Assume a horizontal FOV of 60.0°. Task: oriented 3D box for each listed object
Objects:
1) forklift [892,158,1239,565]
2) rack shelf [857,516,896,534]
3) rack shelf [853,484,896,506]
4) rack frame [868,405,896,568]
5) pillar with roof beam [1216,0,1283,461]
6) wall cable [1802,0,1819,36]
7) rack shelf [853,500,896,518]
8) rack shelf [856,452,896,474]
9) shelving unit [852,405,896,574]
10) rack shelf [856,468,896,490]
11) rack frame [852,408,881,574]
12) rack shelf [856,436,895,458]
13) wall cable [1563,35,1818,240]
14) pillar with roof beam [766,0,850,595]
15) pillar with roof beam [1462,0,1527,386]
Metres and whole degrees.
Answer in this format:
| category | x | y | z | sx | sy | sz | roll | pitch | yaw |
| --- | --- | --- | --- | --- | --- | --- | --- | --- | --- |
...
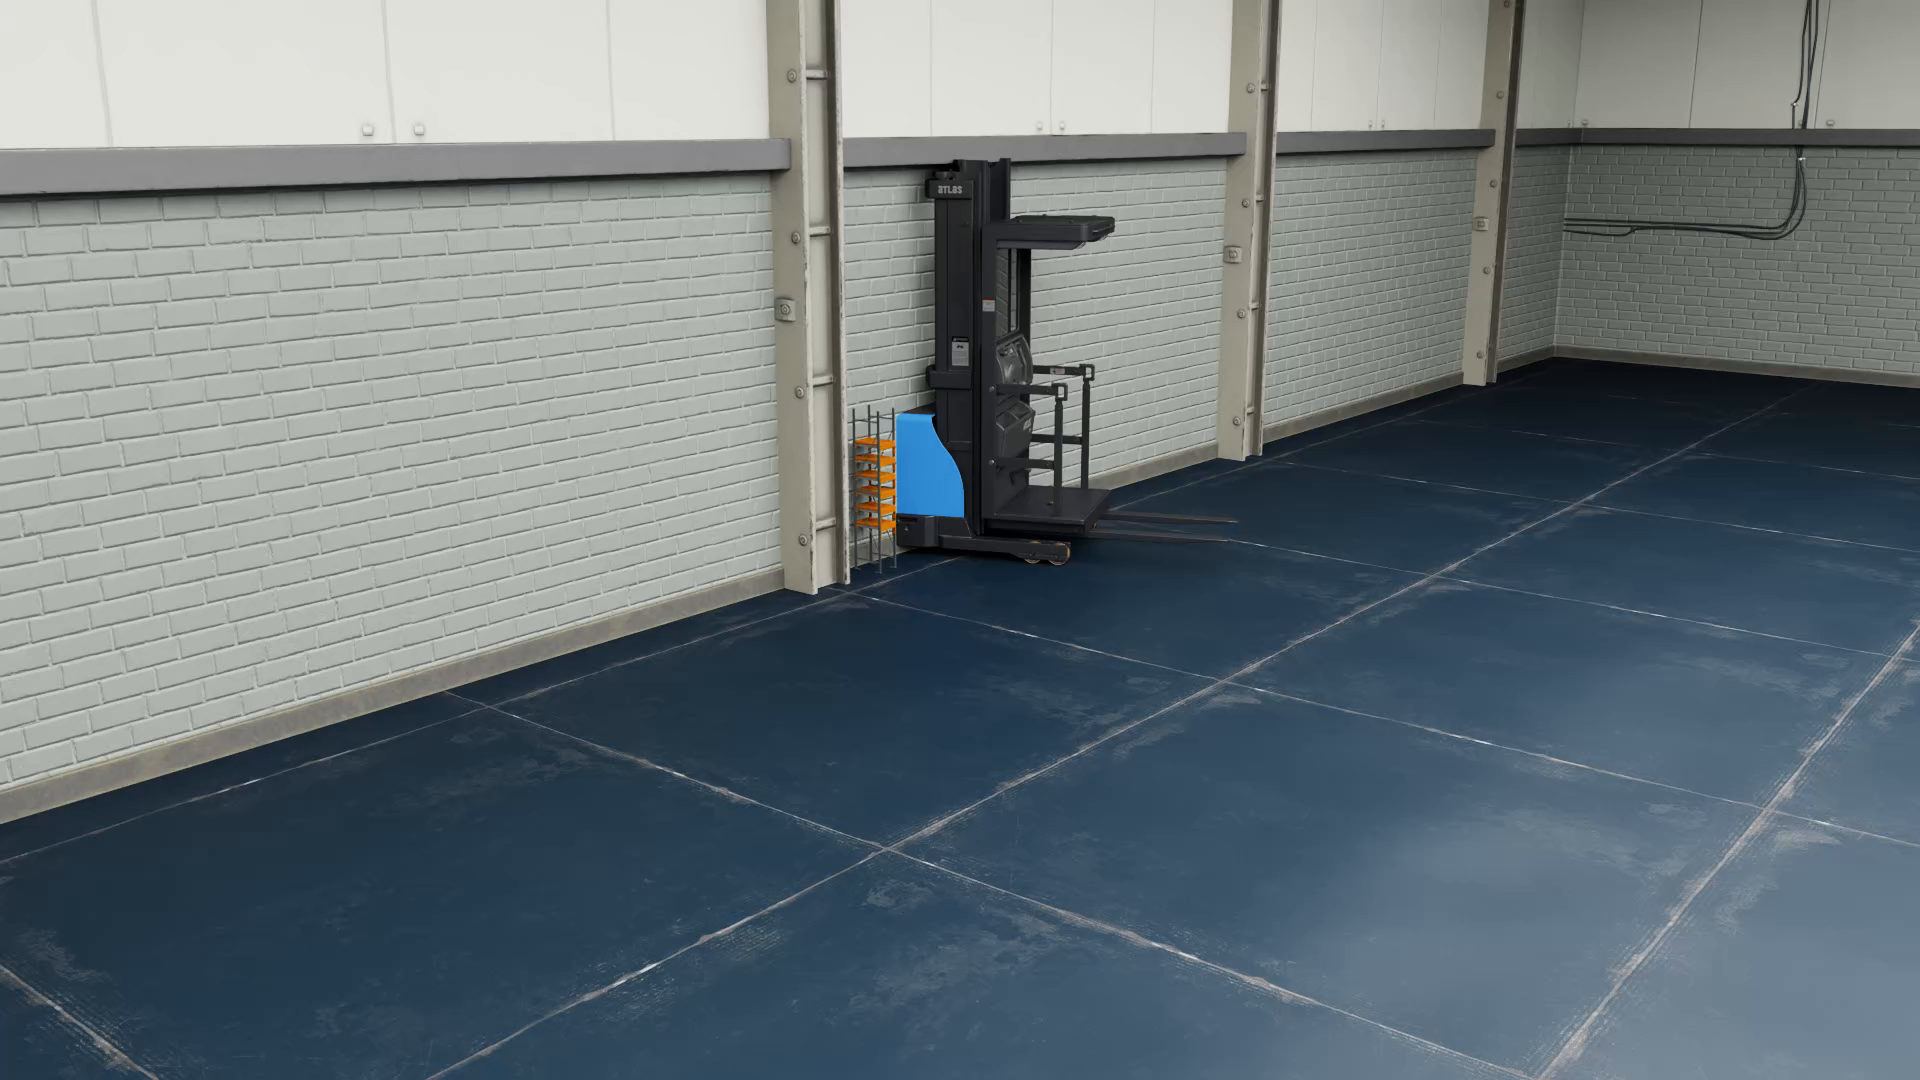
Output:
| category | x | y | z | sx | sy | sz | roll | pitch | yaw |
| --- | --- | --- | --- | --- | --- | --- | --- | --- | --- |
| forklift | 0.602 | -1.378 | 12.596 | 3.031 | 2.935 | 1.130 | 4 | 15 | 15 |
| rack shelf | -0.624 | -0.095 | 12.214 | 0.258 | 0.103 | 0.180 | 9 | 17 | 33 |
| rack shelf | -0.624 | -0.327 | 12.155 | 0.258 | 0.103 | 0.180 | 9 | 17 | 33 |
| rack frame | -0.573 | -0.389 | 12.217 | 0.240 | 1.200 | 0.006 | 9 | 17 | 33 |
| pillar with roof beam | 6.093 | -4.523 | 12.653 | 9.100 | 9.000 | 0.400 | 11 | 18 | 38 |
| wall cable | 11.500 | -7.222 | 19.326 | 3.097 | 2.526 | 0.112 | 11 | 18 | 38 |
| rack shelf | -0.624 | -0.211 | 12.184 | 0.258 | 0.103 | 0.180 | 9 | 17 | 33 |
| rack shelf | -0.624 | -0.560 | 12.096 | 0.258 | 0.103 | 0.180 | 9 | 17 | 33 |
| shelving unit | -0.624 | -0.370 | 12.144 | 0.258 | 1.200 | 0.189 | 9 | 17 | 33 |
| rack shelf | -0.624 | -0.444 | 12.125 | 0.258 | 0.103 | 0.180 | 9 | 17 | 33 |
| rack frame | -0.676 | -0.352 | 12.071 | 0.240 | 1.200 | 0.006 | 9 | 17 | 33 |
| rack shelf | -0.624 | -0.676 | 12.066 | 0.258 | 0.103 | 0.180 | 9 | 17 | 33 |
| wall cable | 9.396 | -5.193 | 21.596 | 3.097 | 2.526 | 0.112 | 11 | 18 | 38 |
| pillar with roof beam | 2.322 | -3.374 | 8.129 | 9.100 | 9.000 | 0.400 | 11 | 18 | 38 |
| pillar with roof beam | 9.865 | -5.673 | 17.176 | 9.100 | 9.000 | 0.400 | 11 | 18 | 38 |
